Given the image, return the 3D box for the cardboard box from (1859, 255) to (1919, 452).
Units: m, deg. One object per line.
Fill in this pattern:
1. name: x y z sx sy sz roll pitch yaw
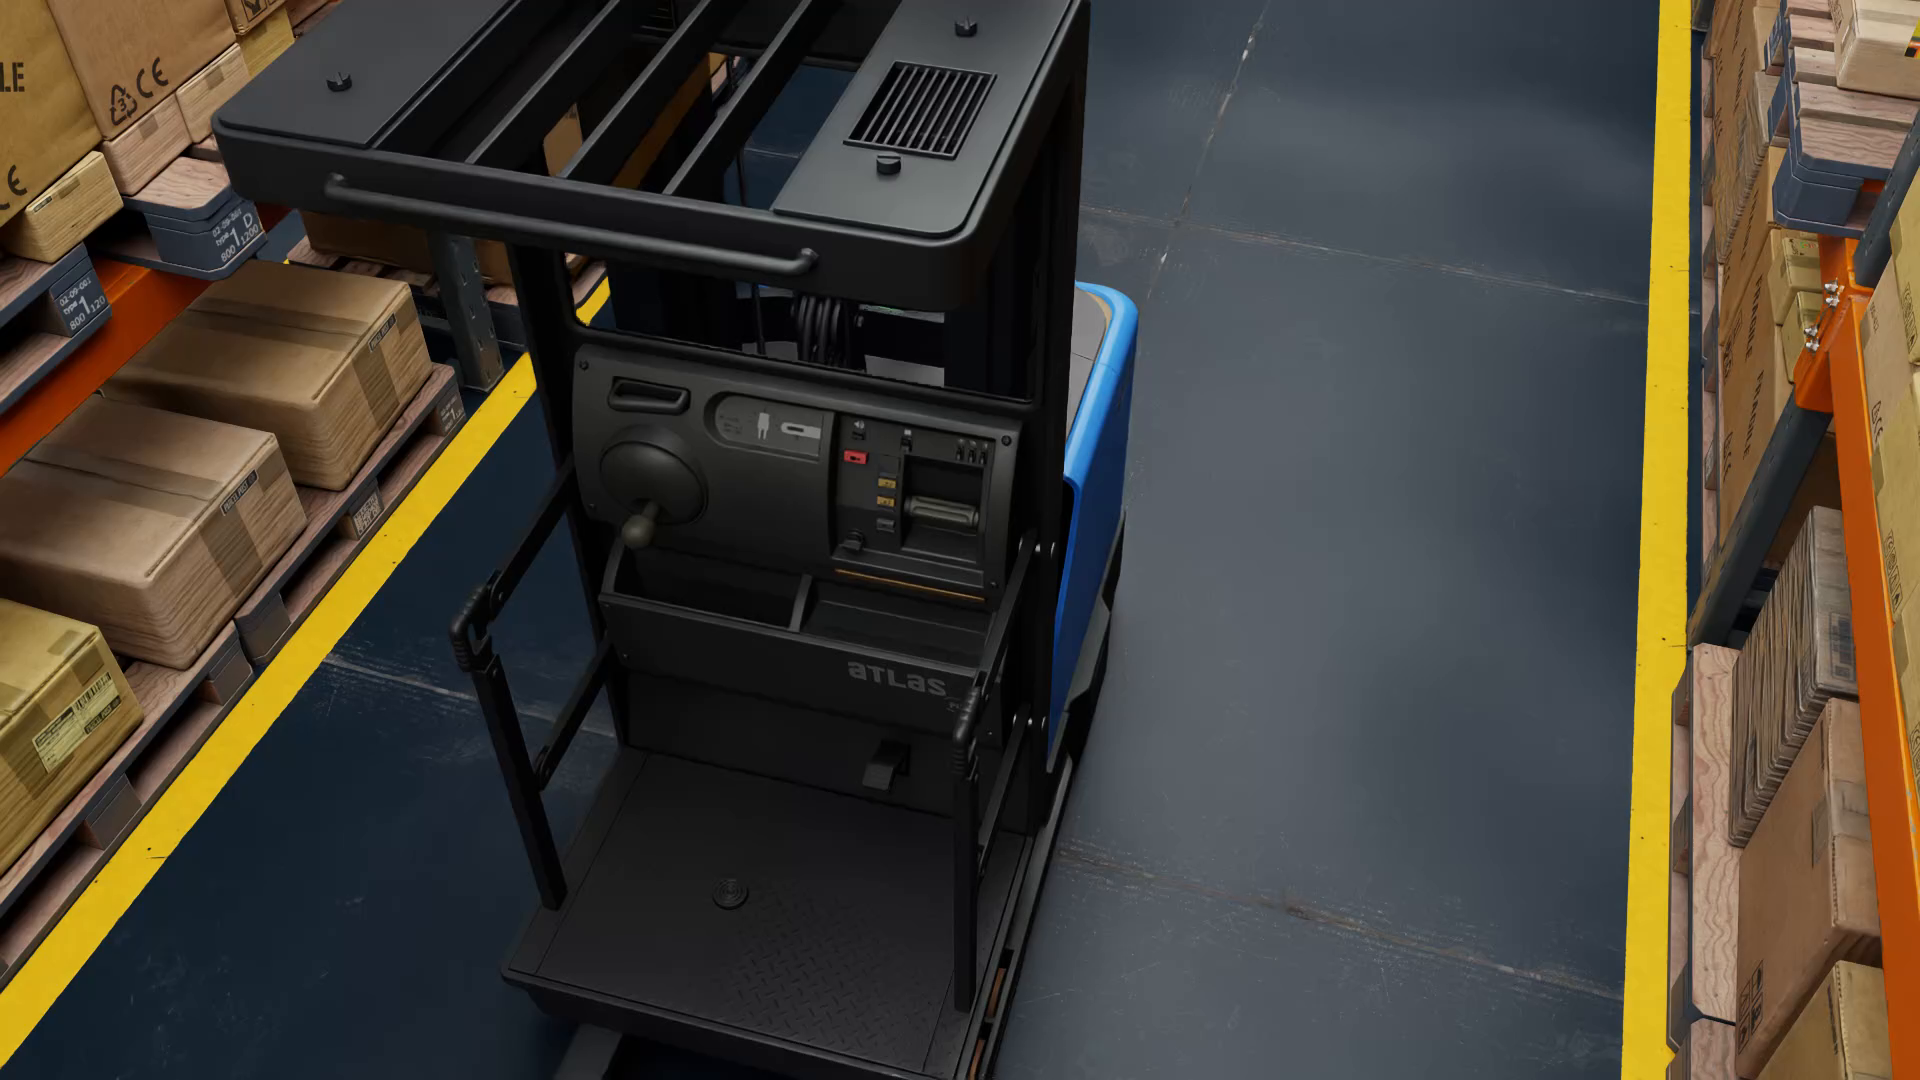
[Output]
1. cardboard box: 2.273 -0.376 3.597 0.500 0.250 0.500 13 46 13

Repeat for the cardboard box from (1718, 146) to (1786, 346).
1. cardboard box: 2.881 -0.939 5.552 0.500 0.500 0.500 14 46 14

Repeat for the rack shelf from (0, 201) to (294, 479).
1. rack shelf: -2.698 -0.133 3.755 1.077 0.370 4.000 13 46 13

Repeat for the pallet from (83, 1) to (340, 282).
1. pallet: -2.206 -1.157 4.425 1.213 0.211 1.003 13 46 13

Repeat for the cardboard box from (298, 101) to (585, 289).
1. cardboard box: -1.803 -1.556 5.915 0.875 0.875 0.875 12 46 12

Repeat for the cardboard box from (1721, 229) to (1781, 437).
1. cardboard box: 2.725 -0.590 5.195 0.500 0.500 0.500 12 46 12

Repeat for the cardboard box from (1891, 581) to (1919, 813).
1. cardboard box: 1.966 0.303 2.903 0.500 0.250 0.500 11 45 11

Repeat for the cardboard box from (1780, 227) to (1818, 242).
1. cardboard box: 2.723 -0.900 5.048 0.380 0.149 0.250 11 45 11

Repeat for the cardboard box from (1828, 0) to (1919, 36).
1. cardboard box: 2.651 -1.542 4.488 0.500 0.250 0.500 11 45 11

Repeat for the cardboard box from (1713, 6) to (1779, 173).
1. cardboard box: 3.183 -1.633 6.262 0.500 0.500 0.500 11 45 11

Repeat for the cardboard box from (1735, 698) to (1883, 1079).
1. cardboard box: 2.248 0.875 3.609 0.875 0.625 0.625 14 46 14

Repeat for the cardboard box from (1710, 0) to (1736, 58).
1. cardboard box: 3.490 -2.322 6.965 0.500 0.500 0.500 14 46 14

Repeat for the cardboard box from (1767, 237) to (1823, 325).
1. cardboard box: 2.601 -0.734 4.879 0.380 0.149 0.250 10 45 10

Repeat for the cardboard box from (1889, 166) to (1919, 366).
1. cardboard box: 2.249 -0.560 3.428 0.500 0.250 0.500 12 46 12

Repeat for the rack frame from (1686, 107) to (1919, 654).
1. rack frame: 2.640 -0.674 3.794 1.000 3.000 0.127 13 46 13

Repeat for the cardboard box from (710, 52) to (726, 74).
1. cardboard box: -1.529 -2.150 6.521 0.875 0.875 0.875 13 46 13

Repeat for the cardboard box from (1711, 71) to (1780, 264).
1. cardboard box: 3.020 -1.289 5.910 0.500 0.500 0.500 11 45 11

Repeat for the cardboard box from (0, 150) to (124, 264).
1. cardboard box: -2.167 -0.791 3.793 0.380 0.149 0.250 13 46 13

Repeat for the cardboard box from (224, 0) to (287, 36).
1. cardboard box: -1.965 -1.653 4.210 0.500 0.500 0.500 11 46 11

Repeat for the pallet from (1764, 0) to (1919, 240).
1. pallet: 2.778 -1.072 4.338 1.213 0.211 1.003 13 46 13

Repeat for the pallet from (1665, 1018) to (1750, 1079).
1. pallet: 1.982 1.674 3.389 1.003 0.211 1.213 13 46 13

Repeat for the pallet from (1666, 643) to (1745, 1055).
1. pallet: 2.353 0.863 4.217 1.003 0.211 1.213 13 46 13

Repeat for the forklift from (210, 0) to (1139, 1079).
1. forklift: -0.396 -0.037 3.193 1.130 2.935 3.031 11 45 11

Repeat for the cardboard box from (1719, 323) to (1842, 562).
1. cardboard box: 2.563 -0.258 4.856 0.500 0.500 0.500 14 46 14

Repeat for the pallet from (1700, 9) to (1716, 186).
1. pallet: 3.641 -1.793 6.932 1.003 0.211 1.213 13 46 13

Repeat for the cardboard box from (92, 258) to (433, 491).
1. cardboard box: -2.272 -0.559 5.255 0.950 0.372 0.625 10 45 10

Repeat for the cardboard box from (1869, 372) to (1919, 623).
1. cardboard box: 2.116 -0.042 3.256 0.500 0.250 0.500 12 46 12

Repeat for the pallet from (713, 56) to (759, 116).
1. pallet: -1.410 -2.046 7.190 1.003 0.211 1.213 13 46 13

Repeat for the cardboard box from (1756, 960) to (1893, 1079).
1. cardboard box: 2.044 1.323 3.150 0.875 0.625 0.625 11 45 11

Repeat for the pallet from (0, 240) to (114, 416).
1. pallet: -2.652 -0.326 3.576 1.003 0.211 1.213 13 46 13

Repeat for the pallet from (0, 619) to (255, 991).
1. pallet: -2.701 0.605 4.481 1.003 0.211 1.213 13 46 13

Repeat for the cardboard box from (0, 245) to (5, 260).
1. cardboard box: -2.363 -0.650 3.649 0.380 0.149 0.250 13 46 13

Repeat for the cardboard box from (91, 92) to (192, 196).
1. cardboard box: -2.097 -0.977 3.983 0.380 0.149 0.250 11 45 11

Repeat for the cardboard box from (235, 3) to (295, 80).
1. cardboard box: -1.979 -1.321 4.334 0.380 0.149 0.250 13 46 13

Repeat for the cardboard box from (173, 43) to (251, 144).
1. cardboard box: -2.013 -1.143 4.153 0.380 0.149 0.250 12 46 12

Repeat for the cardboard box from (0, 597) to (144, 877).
1. cardboard box: -2.723 0.439 4.236 0.950 0.372 0.625 14 46 14

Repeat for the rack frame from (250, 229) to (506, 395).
1. rack frame: -2.092 -1.723 4.866 1.000 3.000 0.127 13 46 13

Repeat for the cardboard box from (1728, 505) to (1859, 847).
1. cardboard box: 2.438 0.437 4.056 0.875 0.625 0.625 14 46 14

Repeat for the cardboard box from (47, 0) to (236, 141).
1. cardboard box: -2.111 -1.306 3.856 0.500 0.500 0.500 12 46 12

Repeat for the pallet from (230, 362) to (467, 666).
1. pallet: -2.330 -0.206 5.309 1.003 0.211 1.213 13 46 13

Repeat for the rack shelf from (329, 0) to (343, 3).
1. rack shelf: -1.486 -2.799 6.480 1.077 0.370 4.000 13 46 13

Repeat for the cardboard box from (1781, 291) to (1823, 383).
1. cardboard box: 2.548 -0.545 4.686 0.380 0.149 0.250 10 45 11

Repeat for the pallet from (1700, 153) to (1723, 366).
1. pallet: 3.273 -0.978 6.098 1.003 0.211 1.213 13 46 13

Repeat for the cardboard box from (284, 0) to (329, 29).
1. cardboard box: -1.967 -1.515 4.533 0.380 0.149 0.250 14 46 14

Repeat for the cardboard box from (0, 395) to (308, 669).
1. cardboard box: -2.488 -0.066 4.751 0.950 0.372 0.625 12 46 12

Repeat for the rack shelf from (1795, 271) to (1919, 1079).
1. rack shelf: 2.034 0.916 2.683 1.077 0.370 4.000 13 46 13

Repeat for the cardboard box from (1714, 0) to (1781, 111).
1. cardboard box: 3.338 -1.965 6.601 0.500 0.500 0.500 12 46 12

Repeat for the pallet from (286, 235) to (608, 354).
1. pallet: -1.781 -1.236 6.362 1.003 0.211 1.213 13 46 13

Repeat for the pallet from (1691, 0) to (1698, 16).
1. pallet: 4.060 -2.801 7.962 1.003 0.211 1.213 13 46 13

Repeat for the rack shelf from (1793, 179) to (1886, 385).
1. rack shelf: 3.246 -1.750 5.408 1.077 0.370 4.000 13 46 13

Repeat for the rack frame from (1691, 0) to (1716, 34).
1. rack frame: 3.851 -3.340 6.519 1.000 3.000 0.127 13 46 13

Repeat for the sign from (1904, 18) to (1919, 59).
1. sign: 2.120 -1.168 3.528 0.100 0.325 0.005 13 46 13

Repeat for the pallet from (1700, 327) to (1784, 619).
1. pallet: 2.902 -0.167 5.270 1.003 0.211 1.213 13 46 13

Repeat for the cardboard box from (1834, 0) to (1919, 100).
1. cardboard box: 2.473 -1.254 4.266 0.380 0.149 0.250 13 46 13

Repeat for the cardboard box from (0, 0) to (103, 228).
1. cardboard box: -2.262 -0.970 3.512 0.500 0.500 0.500 10 45 10
